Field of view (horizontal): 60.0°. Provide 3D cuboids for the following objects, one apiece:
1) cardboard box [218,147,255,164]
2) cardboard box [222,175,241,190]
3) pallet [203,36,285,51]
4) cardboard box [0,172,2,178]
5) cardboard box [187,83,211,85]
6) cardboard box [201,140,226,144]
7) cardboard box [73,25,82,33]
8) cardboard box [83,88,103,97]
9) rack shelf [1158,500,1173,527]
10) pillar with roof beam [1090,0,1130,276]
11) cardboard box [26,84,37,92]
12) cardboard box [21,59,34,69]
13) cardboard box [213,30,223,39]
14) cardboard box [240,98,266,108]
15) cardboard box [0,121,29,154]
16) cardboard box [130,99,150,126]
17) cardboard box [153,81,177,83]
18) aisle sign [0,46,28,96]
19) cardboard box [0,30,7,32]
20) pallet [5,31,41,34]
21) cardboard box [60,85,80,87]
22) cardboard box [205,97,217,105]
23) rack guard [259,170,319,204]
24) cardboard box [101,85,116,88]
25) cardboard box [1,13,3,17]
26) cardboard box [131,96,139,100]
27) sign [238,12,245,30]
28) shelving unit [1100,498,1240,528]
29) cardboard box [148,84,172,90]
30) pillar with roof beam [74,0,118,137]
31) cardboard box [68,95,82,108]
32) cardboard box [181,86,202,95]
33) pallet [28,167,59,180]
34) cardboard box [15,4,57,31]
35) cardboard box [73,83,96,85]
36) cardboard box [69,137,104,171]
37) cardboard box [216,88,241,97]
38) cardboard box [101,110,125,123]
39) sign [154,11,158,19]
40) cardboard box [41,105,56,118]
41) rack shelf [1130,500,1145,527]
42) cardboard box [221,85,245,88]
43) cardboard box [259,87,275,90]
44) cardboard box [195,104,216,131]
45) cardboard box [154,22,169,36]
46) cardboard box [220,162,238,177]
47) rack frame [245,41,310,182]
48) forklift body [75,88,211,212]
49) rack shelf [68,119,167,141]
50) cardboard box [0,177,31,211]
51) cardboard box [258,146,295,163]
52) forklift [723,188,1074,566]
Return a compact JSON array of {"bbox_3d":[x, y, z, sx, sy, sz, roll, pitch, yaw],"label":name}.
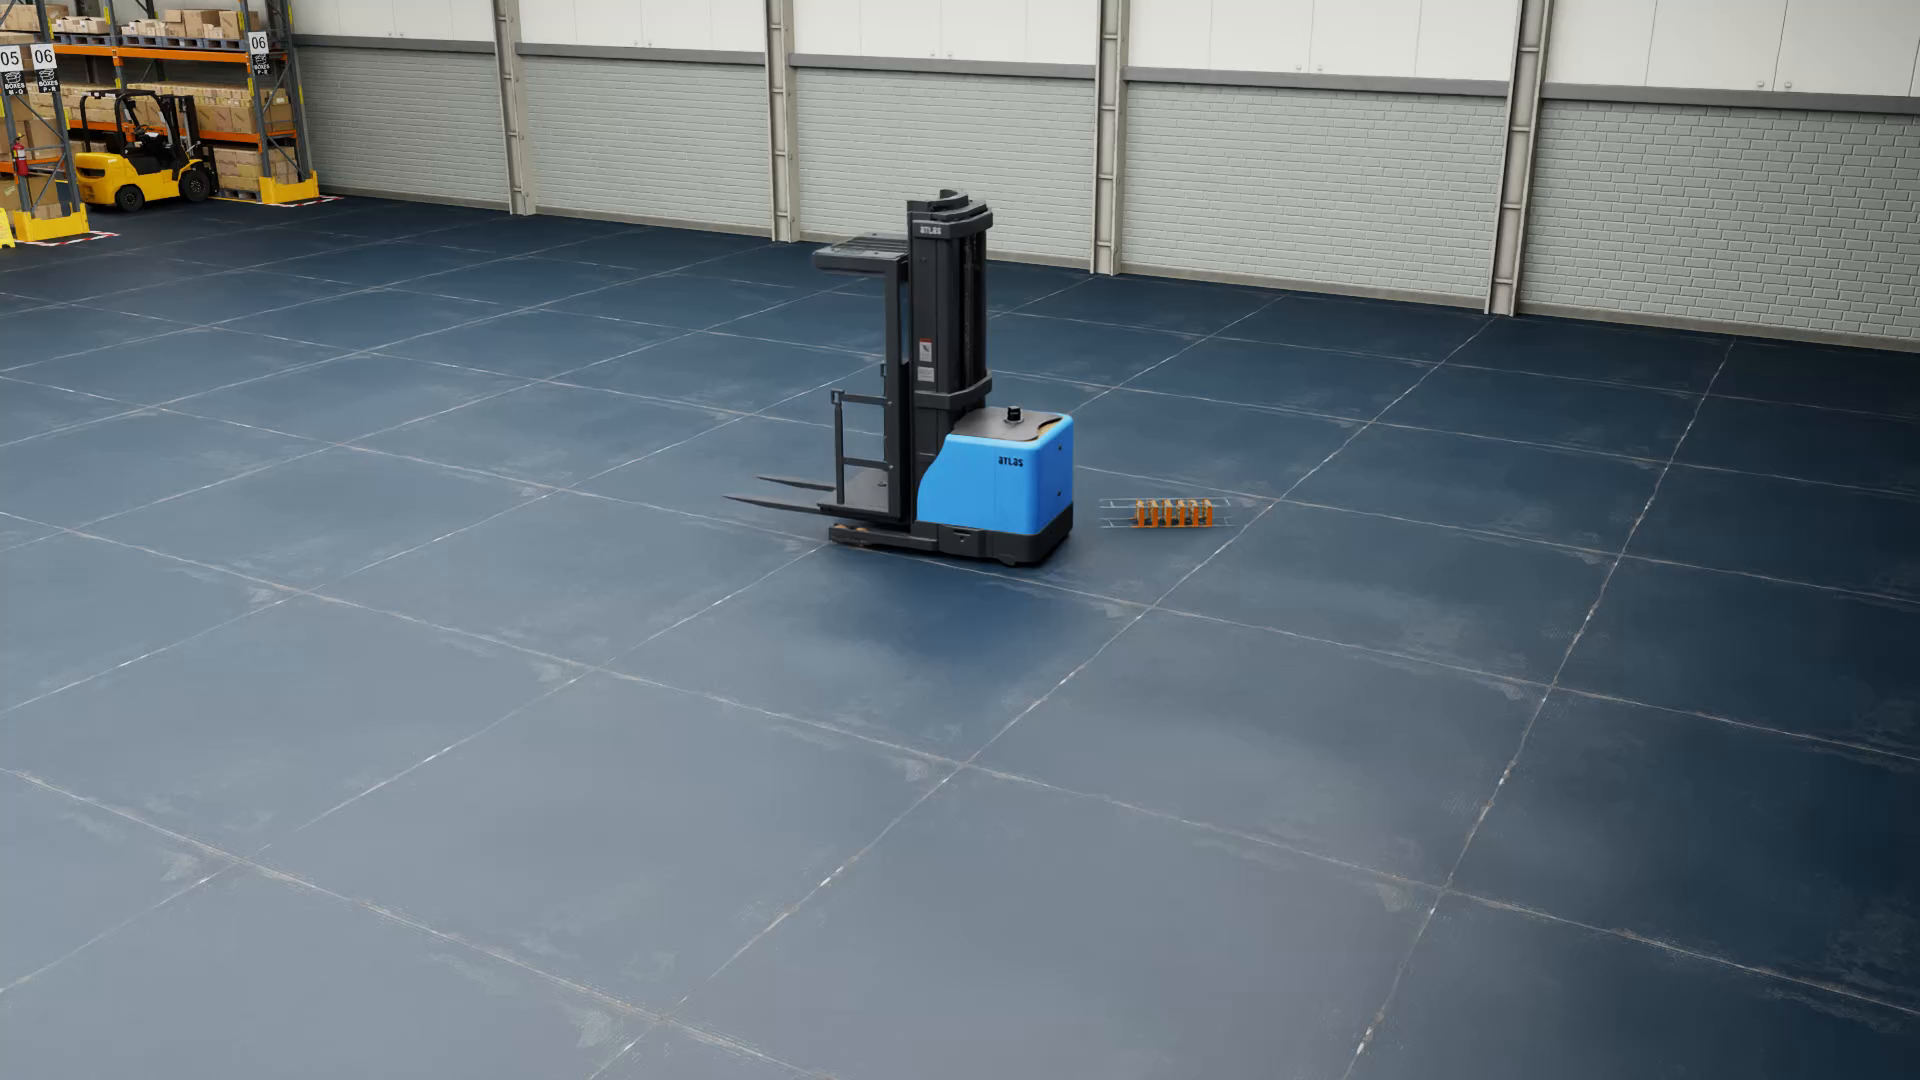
[{"bbox_3d":[-14.288,-7.608,32.889,0.500,0.250,0.500,11,23,28],"label":"cardboard box"},{"bbox_3d":[-14.279,-7.140,33.067,0.500,0.250,0.500,11,23,27],"label":"cardboard box"},{"bbox_3d":[-13.890,-9.660,32.327,1.213,0.211,1.003,11,23,27],"label":"pallet"},{"bbox_3d":[-16.882,-6.347,28.828,0.250,0.149,0.380,12,23,29],"label":"cardboard box"},{"bbox_3d":[-15.449,-9.194,33.777,0.250,0.149,0.380,10,22,26],"label":"cardboard box"},{"bbox_3d":[-15.369,-8.014,34.009,0.500,0.250,0.500,11,23,28],"label":"cardboard box"},{"bbox_3d":[-17.885,-10.460,34.009,0.250,0.149,0.380,11,23,27],"label":"cardboard box"},{"bbox_3d":[-17.900,-9.272,34.429,0.250,0.149,0.380,10,22,26],"label":"cardboard box"},{"bbox_3d":[1.812,-0.242,14.748,0.103,0.180,0.258,-1,20,-2],"label":"rack shelf"},{"bbox_3d":[0.161,-7.095,20.728,0.400,9.000,9.100,11,23,27],"label":"pillar with roof beam"},{"bbox_3d":[-19.664,-9.628,35.412,0.250,0.149,0.380,11,23,29],"label":"cardboard box"},{"bbox_3d":[-15.834,-8.131,28.352,0.250,0.149,0.380,11,23,27],"label":"cardboard box"},{"bbox_3d":[-14.157,-9.750,32.051,0.250,0.149,0.380,10,22,26],"label":"cardboard box"},{"bbox_3d":[-13.724,-8.492,32.279,0.250,0.149,0.380,11,23,28],"label":"cardboard box"},{"bbox_3d":[-16.311,-6.883,28.357,0.500,0.500,0.500,10,22,26],"label":"cardboard box"},{"bbox_3d":[-16.517,-8.727,33.877,0.500,0.500,0.500,10,22,26],"label":"cardboard box"},{"bbox_3d":[-16.351,-9.360,34.235,0.250,0.149,0.380,11,23,27],"label":"cardboard box"},{"bbox_3d":[-15.790,-7.813,27.693,0.004,0.787,0.394,11,23,27],"label":"aisle sign"},{"bbox_3d":[-20.836,-10.849,35.696,0.500,0.250,0.500,10,22,26],"label":"cardboard box"},{"bbox_3d":[-19.633,-10.731,35.428,1.003,0.211,1.213,12,23,30],"label":"pallet"},{"bbox_3d":[-18.729,-9.482,35.007,0.250,0.149,0.380,11,23,27],"label":"cardboard box"},{"bbox_3d":[-14.626,-8.662,32.748,0.250,0.149,0.380,10,22,26],"label":"cardboard box"},{"bbox_3d":[-13.264,-6.987,32.893,0.348,0.500,1.175,11,23,27],"label":"rack guard"},{"bbox_3d":[-17.844,-9.493,35.037,0.250,0.149,0.380,11,23,27],"label":"cardboard box"},{"bbox_3d":[-20.456,-11.307,35.937,0.250,0.149,0.380,10,22,25],"label":"cardboard box"},{"bbox_3d":[-16.627,-9.052,33.822,0.250,0.149,0.380,10,22,26],"label":"cardboard box"},{"bbox_3d":[-13.562,-9.796,31.390,0.005,0.325,0.100,11,23,27],"label":"sign"},{"bbox_3d":[1.857,-0.242,14.750,1.200,0.189,0.258,-1,20,-2],"label":"shelving unit"},{"bbox_3d":[-16.144,-9.125,33.588,0.250,0.149,0.380,10,22,26],"label":"cardboard box"},{"bbox_3d":[-20.791,-11.086,31.731,0.400,9.000,9.100,11,23,27],"label":"pillar with roof beam"},{"bbox_3d":[-18.227,-9.171,34.736,0.500,0.250,0.500,11,23,28],"label":"cardboard box"},{"bbox_3d":[-15.254,-8.955,33.118,0.250,0.149,0.380,11,23,28],"label":"cardboard box"},{"bbox_3d":[-19.570,-8.037,36.212,1.213,0.211,1.003,11,23,27],"label":"pallet"},{"bbox_3d":[-19.266,-10.951,34.847,0.500,0.500,0.700,10,22,26],"label":"cardboard box"},{"bbox_3d":[-18.710,-9.680,35.553,0.250,0.149,0.380,10,22,26],"label":"cardboard box"},{"bbox_3d":[-18.569,-8.251,35.580,0.625,0.625,0.875,10,22,25],"label":"cardboard box"},{"bbox_3d":[-14.354,-8.785,32.651,0.250,0.149,0.380,11,23,28],"label":"cardboard box"},{"bbox_3d":[-17.345,-8.767,34.354,0.500,0.250,0.500,11,23,29],"label":"cardboard box"},{"bbox_3d":[-16.508,-10.687,34.155,0.005,0.325,0.100,11,23,27],"label":"sign"},{"bbox_3d":[-19.111,-9.111,35.302,0.500,0.250,0.500,10,22,26],"label":"cardboard box"},{"bbox_3d":[1.573,-0.239,14.739,0.103,0.180,0.258,-1,20,-2],"label":"rack shelf"},{"bbox_3d":[-14.556,-9.025,33.313,0.250,0.149,0.380,10,22,26],"label":"cardboard box"},{"bbox_3d":[-13.676,-8.840,32.802,0.250,0.149,0.380,12,23,29],"label":"cardboard box"},{"bbox_3d":[-14.739,-8.391,32.951,0.500,0.500,0.500,10,22,26],"label":"cardboard box"},{"bbox_3d":[-15.630,-10.085,32.805,0.258,0.266,0.396,10,22,26],"label":"cardboard box"},{"bbox_3d":[-14.295,-7.380,32.995,0.500,0.250,0.500,11,22,27],"label":"cardboard box"},{"bbox_3d":[-13.285,-8.166,32.478,0.127,3.000,1.000,11,23,27],"label":"rack frame"},{"bbox_3d":[-15.830,-7.539,31.995,1.214,2.155,2.313,11,23,27],"label":"forklift body"},{"bbox_3d":[-18.523,-8.826,35.351,4.000,0.370,1.077,11,23,27],"label":"rack shelf"},{"bbox_3d":[-16.529,-6.001,28.825,0.500,0.500,0.500,11,23,28],"label":"cardboard box"},{"bbox_3d":[-13.612,-7.677,33.080,0.500,0.250,0.500,10,22,26],"label":"cardboard box"},{"bbox_3d":[-0.585,-1.472,14.125,3.031,2.935,1.130,8,21,21],"label":"forklift"}]
